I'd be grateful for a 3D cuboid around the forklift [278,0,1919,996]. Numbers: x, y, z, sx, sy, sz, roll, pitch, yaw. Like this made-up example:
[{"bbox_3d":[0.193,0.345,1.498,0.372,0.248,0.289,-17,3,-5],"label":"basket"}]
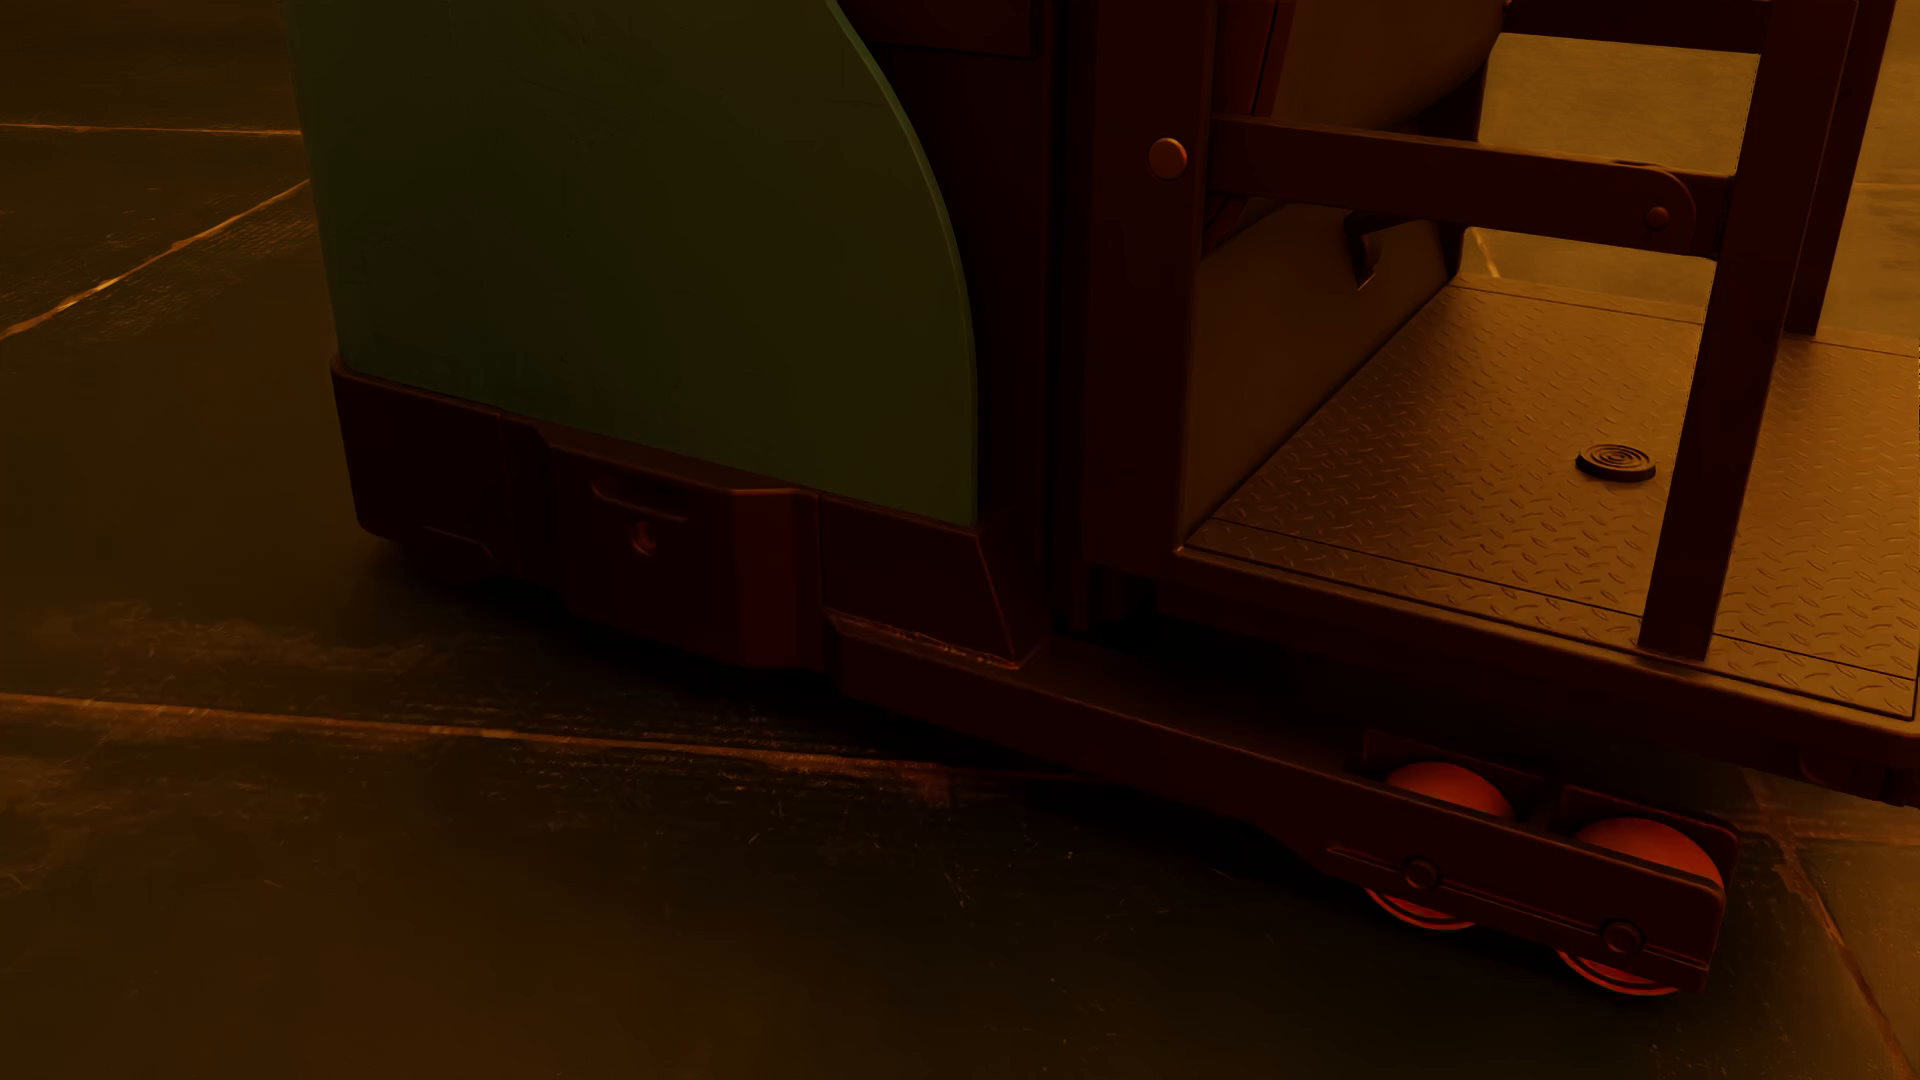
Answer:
[{"bbox_3d":[0.659,-1.142,1.507,3.031,2.935,1.130,14,30,26],"label":"forklift"}]
